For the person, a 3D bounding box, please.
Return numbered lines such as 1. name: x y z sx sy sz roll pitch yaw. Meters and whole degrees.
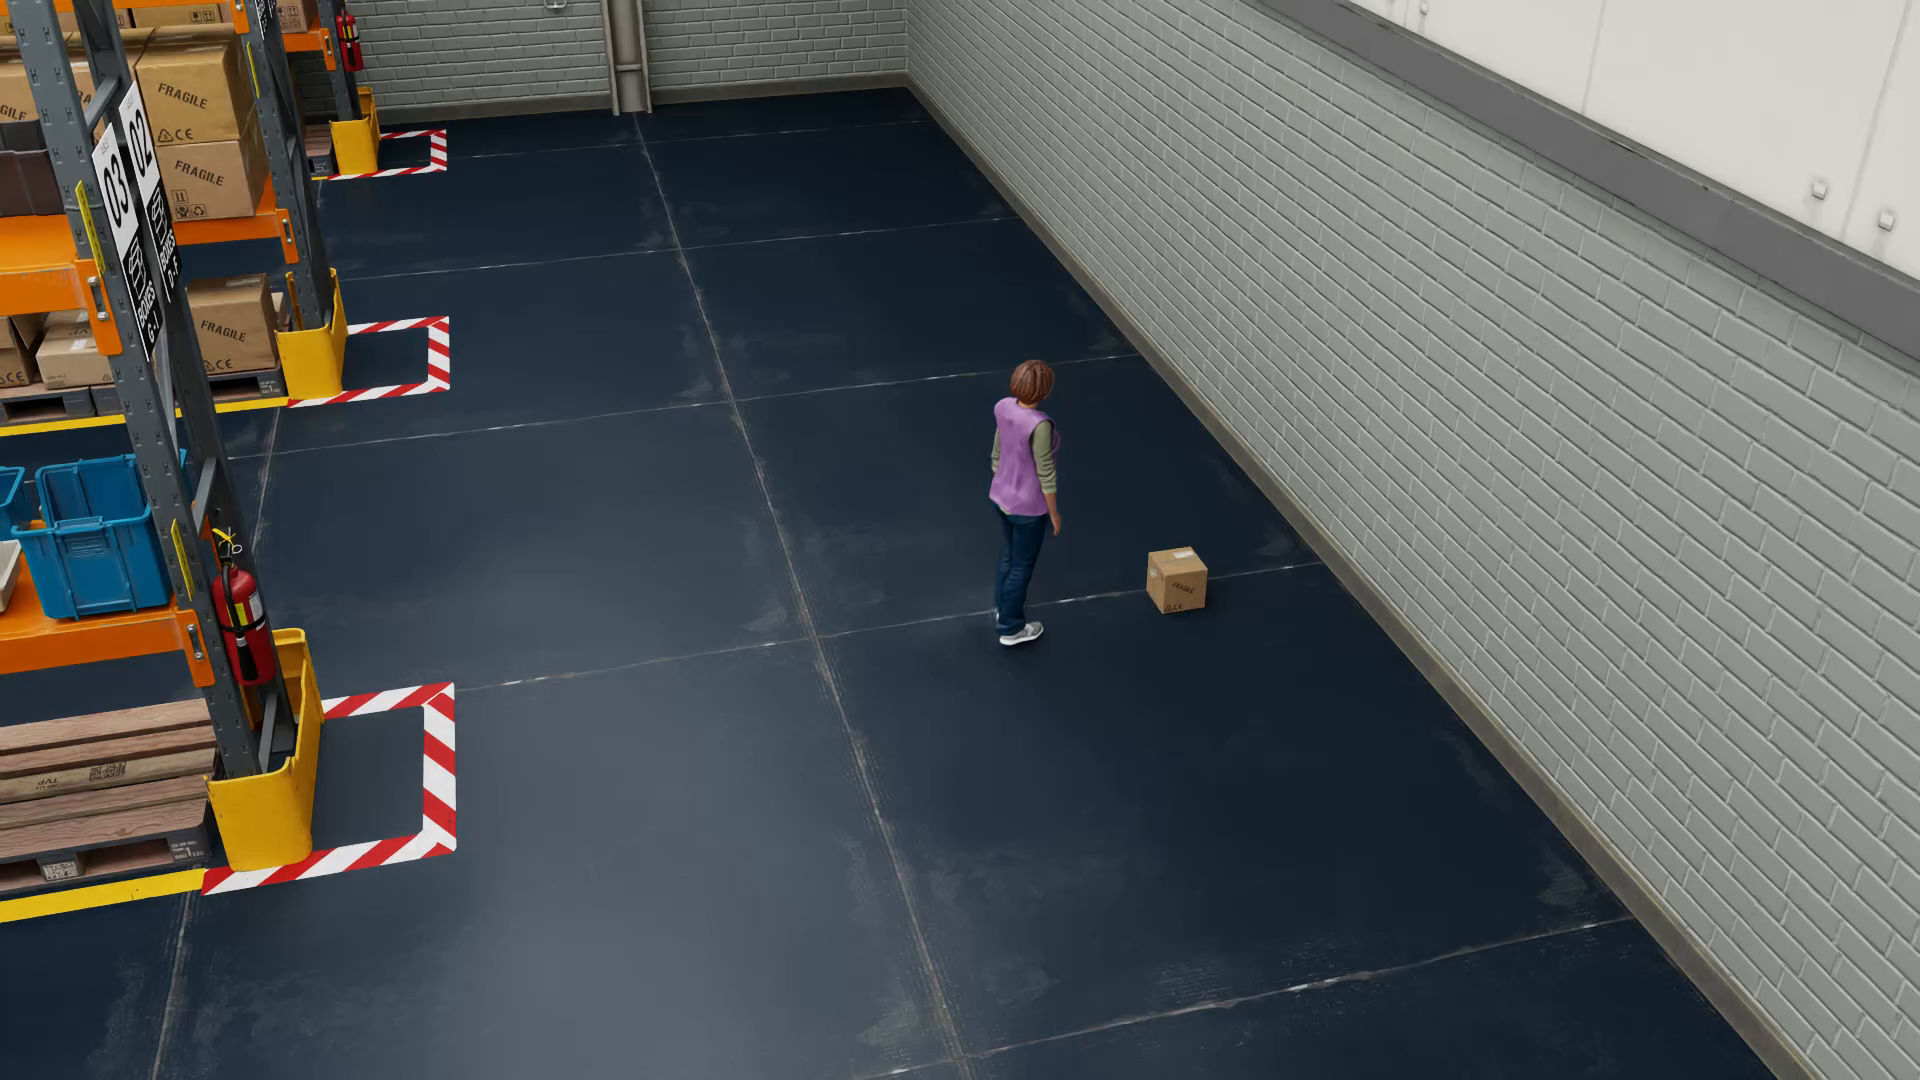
1. person: 0.311 -0.177 8.547 0.365 1.640 0.477 -19 36 -29
